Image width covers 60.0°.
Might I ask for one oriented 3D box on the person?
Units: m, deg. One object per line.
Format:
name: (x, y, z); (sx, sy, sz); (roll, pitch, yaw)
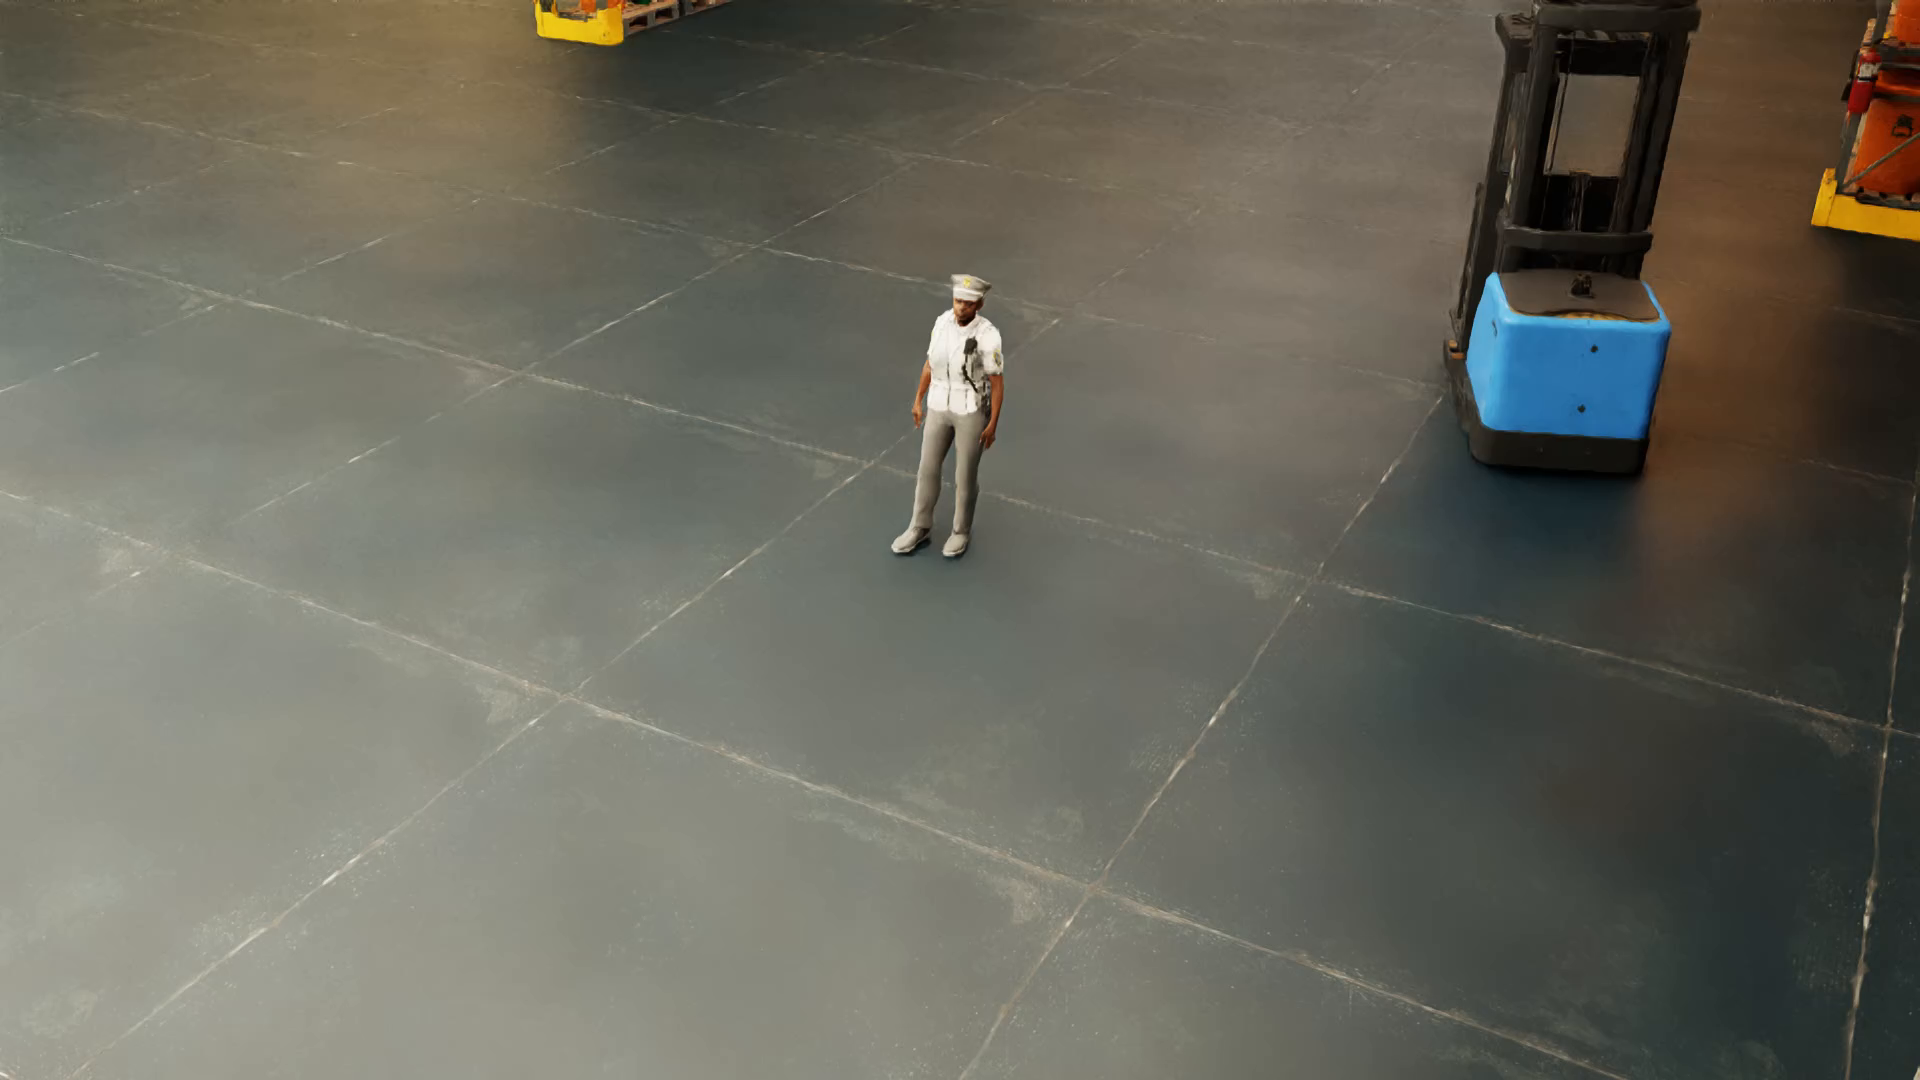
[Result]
person: (-0.053, -0.713, 9.527); (0.570, 1.695, 0.529); (15, 33, 25)

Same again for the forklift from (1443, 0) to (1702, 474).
forklift: (4.078, -2.410, 11.247); (1.130, 2.935, 3.031); (4, 30, 8)
